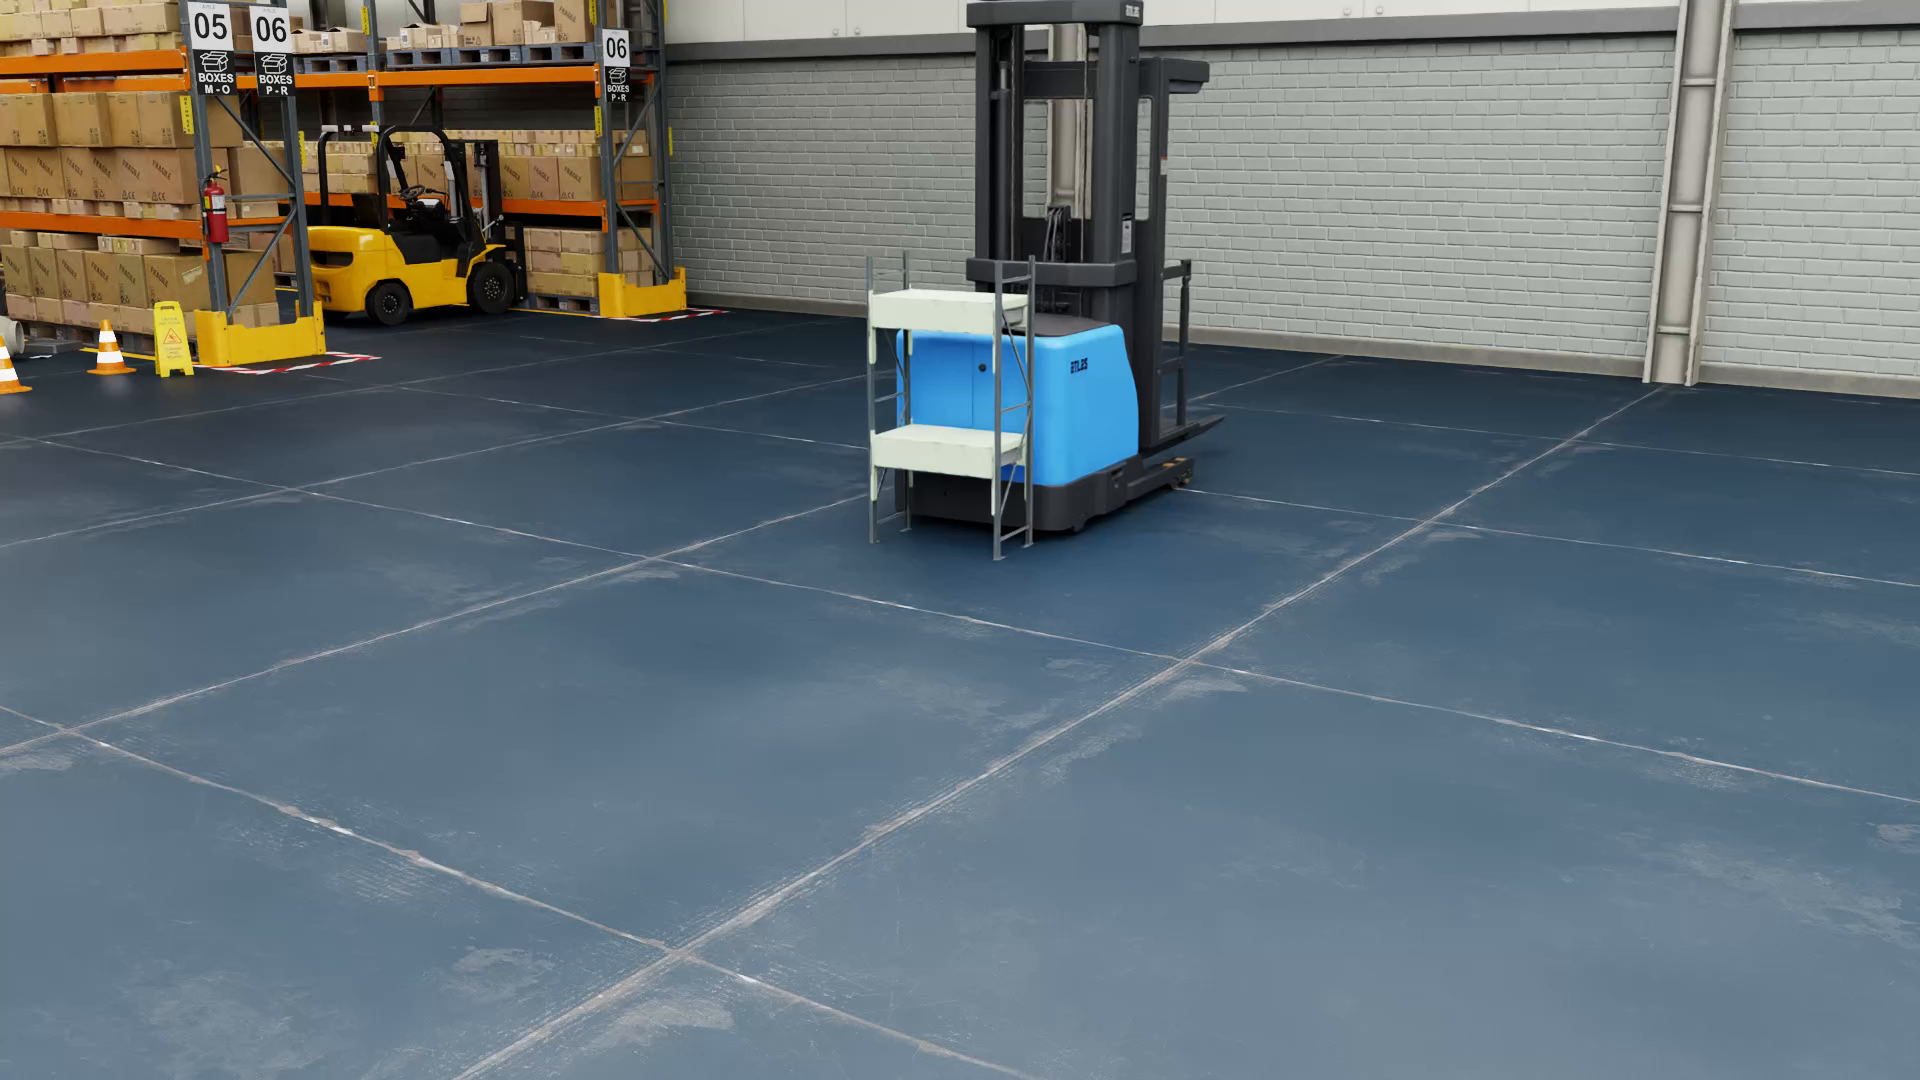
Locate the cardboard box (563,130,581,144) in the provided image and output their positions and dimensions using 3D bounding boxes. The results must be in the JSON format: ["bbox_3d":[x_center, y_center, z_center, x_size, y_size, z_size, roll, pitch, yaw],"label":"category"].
[{"bbox_3d":[-4.400,-4.695,19.370,0.250,0.149,0.380,9,17,33],"label":"cardboard box"}]

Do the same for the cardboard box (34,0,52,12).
[{"bbox_3d":[-8.659,-5.151,16.008,0.250,0.149,0.380,9,16,32],"label":"cardboard box"}]

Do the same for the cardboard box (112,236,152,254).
[{"bbox_3d":[-7.889,-2.838,15.982,0.250,0.149,0.380,10,17,34],"label":"cardboard box"}]

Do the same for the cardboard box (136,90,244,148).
[{"bbox_3d":[-7.076,-3.867,15.295,0.500,0.500,0.700,9,16,31],"label":"cardboard box"}]

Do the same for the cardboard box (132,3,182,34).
[{"bbox_3d":[-7.105,-4.707,15.045,0.500,0.250,0.500,9,16,32],"label":"cardboard box"}]

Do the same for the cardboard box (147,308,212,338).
[{"bbox_3d":[-7.371,-2.091,15.877,0.500,0.250,0.500,9,17,33],"label":"cardboard box"}]

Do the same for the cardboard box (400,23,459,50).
[{"bbox_3d":[-6.528,-6.196,20.470,0.500,0.311,0.500,10,17,34],"label":"cardboard box"}]

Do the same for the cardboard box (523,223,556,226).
[{"bbox_3d":[-5.303,-3.817,20.766,0.500,0.250,0.500,9,16,32],"label":"cardboard box"}]

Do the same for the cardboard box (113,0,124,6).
[{"bbox_3d":[-7.572,-4.989,15.355,0.250,0.149,0.380,9,17,33],"label":"cardboard box"}]

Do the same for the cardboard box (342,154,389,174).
[{"bbox_3d":[-7.632,-4.875,21.548,0.500,0.250,0.500,9,16,32],"label":"cardboard box"}]

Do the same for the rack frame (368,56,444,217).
[{"bbox_3d":[-7.082,-4.691,21.530,0.127,3.000,1.000,9,17,33],"label":"rack frame"}]

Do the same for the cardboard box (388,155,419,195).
[{"bbox_3d":[-6.859,-4.628,21.067,0.500,0.500,0.500,9,16,31],"label":"cardboard box"}]

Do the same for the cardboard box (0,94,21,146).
[{"bbox_3d":[-9.193,-4.204,16.654,0.500,0.500,0.700,9,17,33],"label":"cardboard box"}]

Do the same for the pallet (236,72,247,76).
[{"bbox_3d":[-9.788,-6.518,23.063,1.003,0.211,1.213,10,17,35],"label":"pallet"}]

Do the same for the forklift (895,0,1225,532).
[{"bbox_3d":[0.787,-1.771,9.876,1.130,2.935,3.031,7,16,28],"label":"forklift"}]

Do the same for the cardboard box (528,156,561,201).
[{"bbox_3d":[-4.743,-4.288,19.694,0.500,0.500,0.500,10,17,35],"label":"cardboard box"}]

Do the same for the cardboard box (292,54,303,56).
[{"bbox_3d":[-8.804,-6.468,21.906,0.250,0.149,0.380,9,16,32],"label":"cardboard box"}]

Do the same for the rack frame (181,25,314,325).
[{"bbox_3d":[-6.530,-3.164,15.362,0.127,3.000,1.000,9,17,33],"label":"rack frame"}]

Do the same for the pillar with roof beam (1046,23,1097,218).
[{"bbox_3d":[-1.262,-5.676,13.027,0.400,9.000,9.100,9,17,33],"label":"pillar with roof beam"}]

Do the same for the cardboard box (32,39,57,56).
[{"bbox_3d":[-8.707,-4.754,16.064,0.250,0.149,0.380,9,16,32],"label":"cardboard box"}]

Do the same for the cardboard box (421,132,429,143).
[{"bbox_3d":[-6.499,-5.047,20.792,0.250,0.149,0.380,9,16,32],"label":"cardboard box"}]

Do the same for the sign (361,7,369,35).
[{"bbox_3d":[-7.377,-6.441,20.627,0.005,0.325,0.100,9,17,33],"label":"sign"}]

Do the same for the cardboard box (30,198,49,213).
[{"bbox_3d":[-9.105,-3.379,16.754,0.250,0.149,0.380,10,17,35],"label":"cardboard box"}]

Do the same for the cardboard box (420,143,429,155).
[{"bbox_3d":[-6.517,-4.895,20.797,0.250,0.149,0.380,9,17,33],"label":"cardboard box"}]

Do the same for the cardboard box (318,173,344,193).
[{"bbox_3d":[-8.066,-4.700,21.878,0.500,0.250,0.500,9,17,32],"label":"cardboard box"}]

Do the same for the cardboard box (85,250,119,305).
[{"bbox_3d":[-8.190,-2.591,16.335,0.500,0.500,0.500,9,16,32],"label":"cardboard box"}]

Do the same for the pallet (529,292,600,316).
[{"bbox_3d":[-4.421,-2.895,20.078,1.213,0.211,1.003,9,17,33],"label":"pallet"}]

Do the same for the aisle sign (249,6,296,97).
[{"bbox_3d":[-6.306,-4.479,15.266,0.004,0.787,0.394,9,17,33],"label":"aisle sign"}]

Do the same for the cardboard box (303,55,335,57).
[{"bbox_3d":[-8.592,-6.552,22.210,0.250,0.166,0.380,9,17,33],"label":"cardboard box"}]

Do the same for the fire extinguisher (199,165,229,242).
[{"bbox_3d":[-6.692,-3.019,14.939,0.183,0.674,0.296,9,17,33],"label":"fire extinguisher"}]

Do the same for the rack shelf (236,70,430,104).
[{"bbox_3d":[-8.741,-6.066,22.339,4.000,0.370,1.077,9,17,33],"label":"rack shelf"}]

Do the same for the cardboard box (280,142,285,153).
[{"bbox_3d":[-8.829,-5.241,22.195,0.250,0.149,0.380,9,16,31],"label":"cardboard box"}]

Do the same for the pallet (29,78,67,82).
[{"bbox_3d":[-13.218,-7.027,25.116,1.003,0.211,1.213,9,17,33],"label":"pallet"}]

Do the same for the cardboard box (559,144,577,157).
[{"bbox_3d":[-4.436,-4.537,19.349,0.250,0.149,0.380,9,17,34],"label":"cardboard box"}]

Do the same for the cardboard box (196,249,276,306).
[{"bbox_3d":[-7.065,-2.564,16.224,0.500,0.500,0.500,9,16,31],"label":"cardboard box"}]

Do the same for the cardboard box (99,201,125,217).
[{"bbox_3d":[-8.060,-3.207,16.060,0.250,0.149,0.380,9,17,32],"label":"cardboard box"}]

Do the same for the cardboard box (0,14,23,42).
[{"bbox_3d":[-9.204,-5.047,16.420,0.500,0.250,0.500,9,17,32],"label":"cardboard box"}]

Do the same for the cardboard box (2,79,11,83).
[{"bbox_3d":[-14.603,-7.158,25.778,0.250,0.149,0.380,10,17,35],"label":"cardboard box"}]

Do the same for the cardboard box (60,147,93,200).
[{"bbox_3d":[-8.370,-3.582,16.225,0.500,0.500,0.500,9,17,33],"label":"cardboard box"}]

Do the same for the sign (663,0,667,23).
[{"bbox_3d":[-3.448,-6.183,19.331,0.005,0.325,0.100,9,17,33],"label":"sign"}]

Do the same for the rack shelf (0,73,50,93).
[{"bbox_3d":[-11.509,-5.076,18.339,4.000,0.370,1.077,9,17,33],"label":"rack shelf"}]

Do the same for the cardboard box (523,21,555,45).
[{"bbox_3d":[-4.830,-5.882,19.297,0.258,0.266,0.396,9,17,33],"label":"cardboard box"}]

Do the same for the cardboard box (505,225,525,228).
[{"bbox_3d":[-5.586,-3.711,20.338,0.500,0.250,0.500,9,16,32],"label":"cardboard box"}]

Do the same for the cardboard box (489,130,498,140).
[{"bbox_3d":[-5.454,-4.873,20.087,0.250,0.149,0.380,9,17,34],"label":"cardboard box"}]

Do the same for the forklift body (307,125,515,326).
[{"bbox_3d":[-6.354,-3.633,19.022,1.214,2.155,2.313,9,17,33],"label":"forklift body"}]

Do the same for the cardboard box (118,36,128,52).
[{"bbox_3d":[-7.581,-4.607,15.471,0.250,0.149,0.380,9,17,33],"label":"cardboard box"}]

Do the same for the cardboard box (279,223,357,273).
[{"bbox_3d":[-8.786,-4.016,22.870,0.625,0.625,0.875,8,16,31],"label":"cardboard box"}]

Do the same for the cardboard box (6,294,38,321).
[{"bbox_3d":[-9.510,-2.437,17.272,0.500,0.250,0.500,8,16,30],"label":"cardboard box"}]

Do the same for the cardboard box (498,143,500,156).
[{"bbox_3d":[-5.442,-4.727,20.118,0.250,0.149,0.380,9,17,32],"label":"cardboard box"}]

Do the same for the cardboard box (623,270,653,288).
[{"bbox_3d":[-4.061,-3.128,20.066,0.500,0.250,0.500,9,17,33],"label":"cardboard box"}]

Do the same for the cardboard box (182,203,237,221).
[{"bbox_3d":[-6.960,-3.050,15.423,0.250,0.149,0.380,10,17,35],"label":"cardboard box"}]

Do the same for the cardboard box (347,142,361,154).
[{"bbox_3d":[-7.714,-5.087,21.571,0.250,0.149,0.380,9,16,32],"label":"cardboard box"}]

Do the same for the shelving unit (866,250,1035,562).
[{"bbox_3d":[-0.047,-0.703,8.542,0.755,1.500,0.431,7,16,28],"label":"shelving unit"}]
